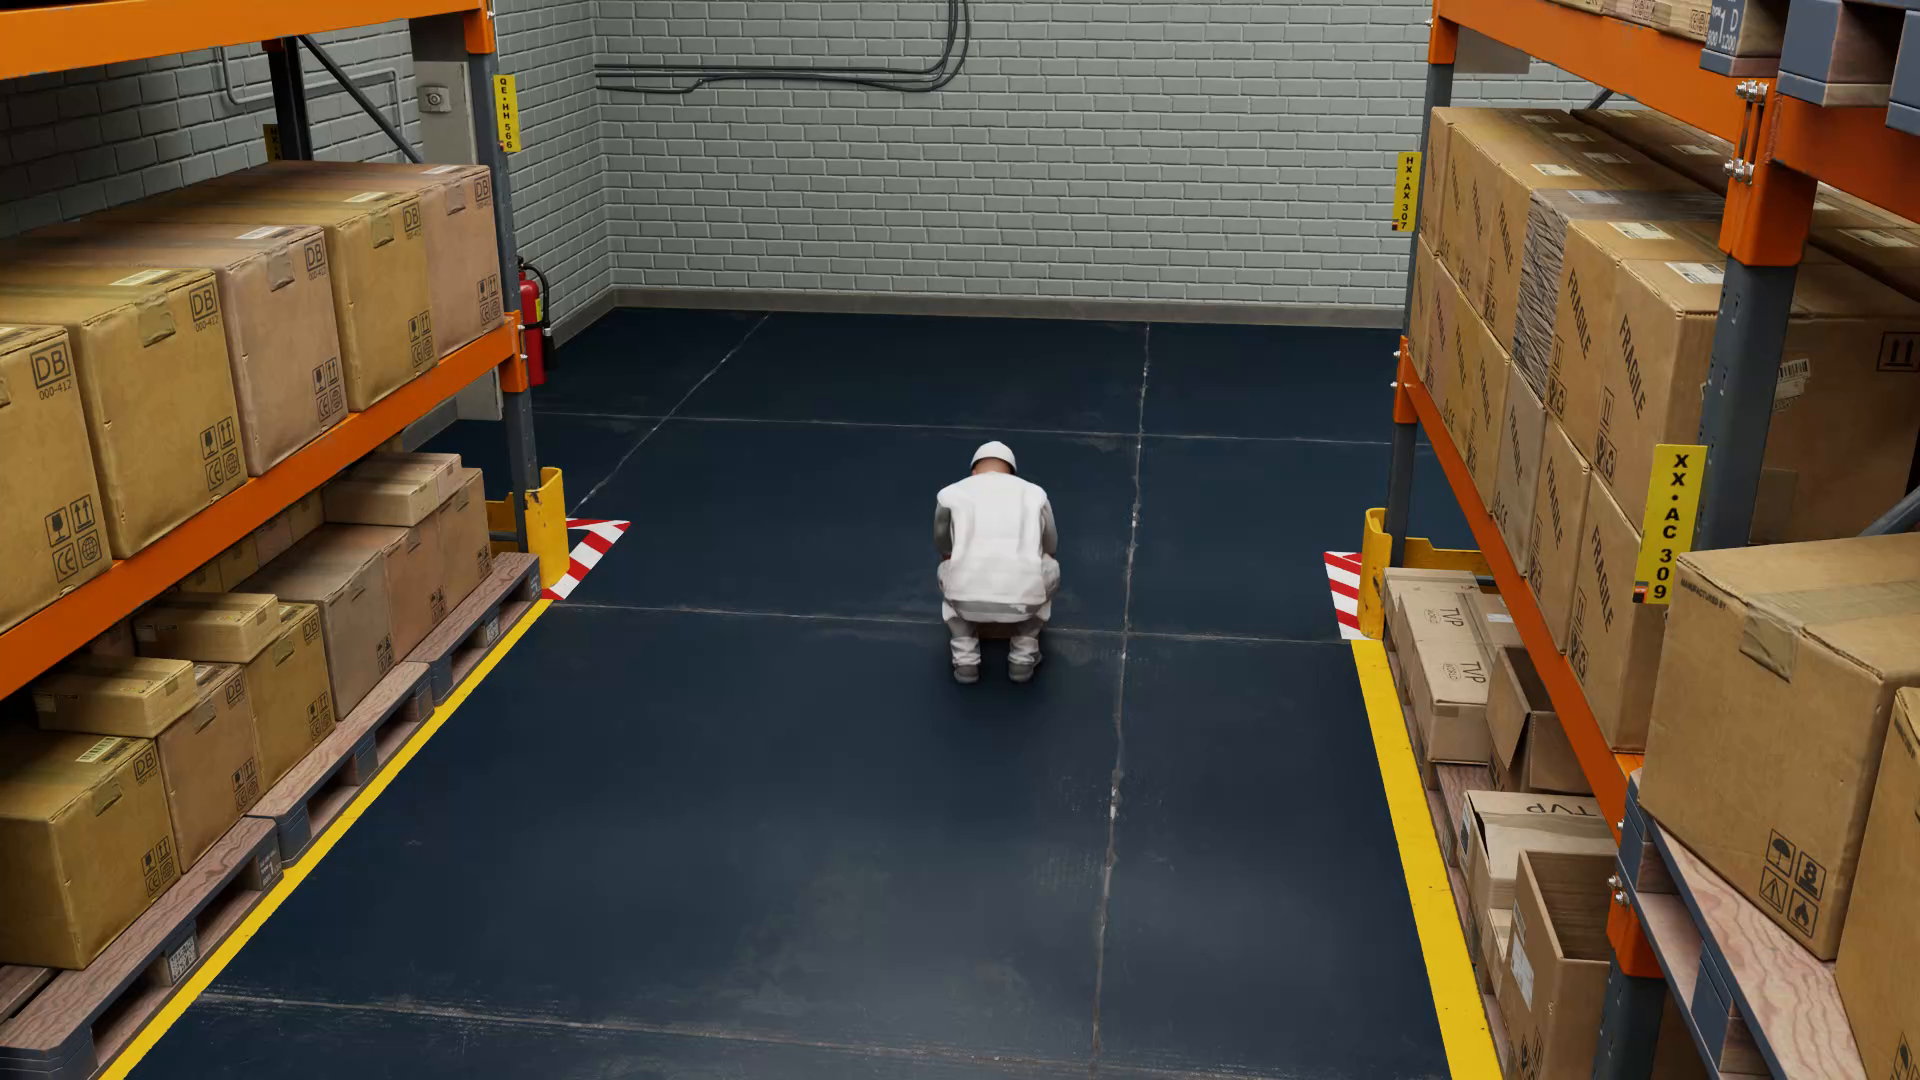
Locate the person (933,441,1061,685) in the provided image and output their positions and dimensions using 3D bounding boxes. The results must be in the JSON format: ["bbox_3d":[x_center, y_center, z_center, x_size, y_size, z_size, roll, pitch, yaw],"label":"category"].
[{"bbox_3d":[0.148,0.105,7.048,0.559,0.882,0.888,2,21,6],"label":"person"}]
